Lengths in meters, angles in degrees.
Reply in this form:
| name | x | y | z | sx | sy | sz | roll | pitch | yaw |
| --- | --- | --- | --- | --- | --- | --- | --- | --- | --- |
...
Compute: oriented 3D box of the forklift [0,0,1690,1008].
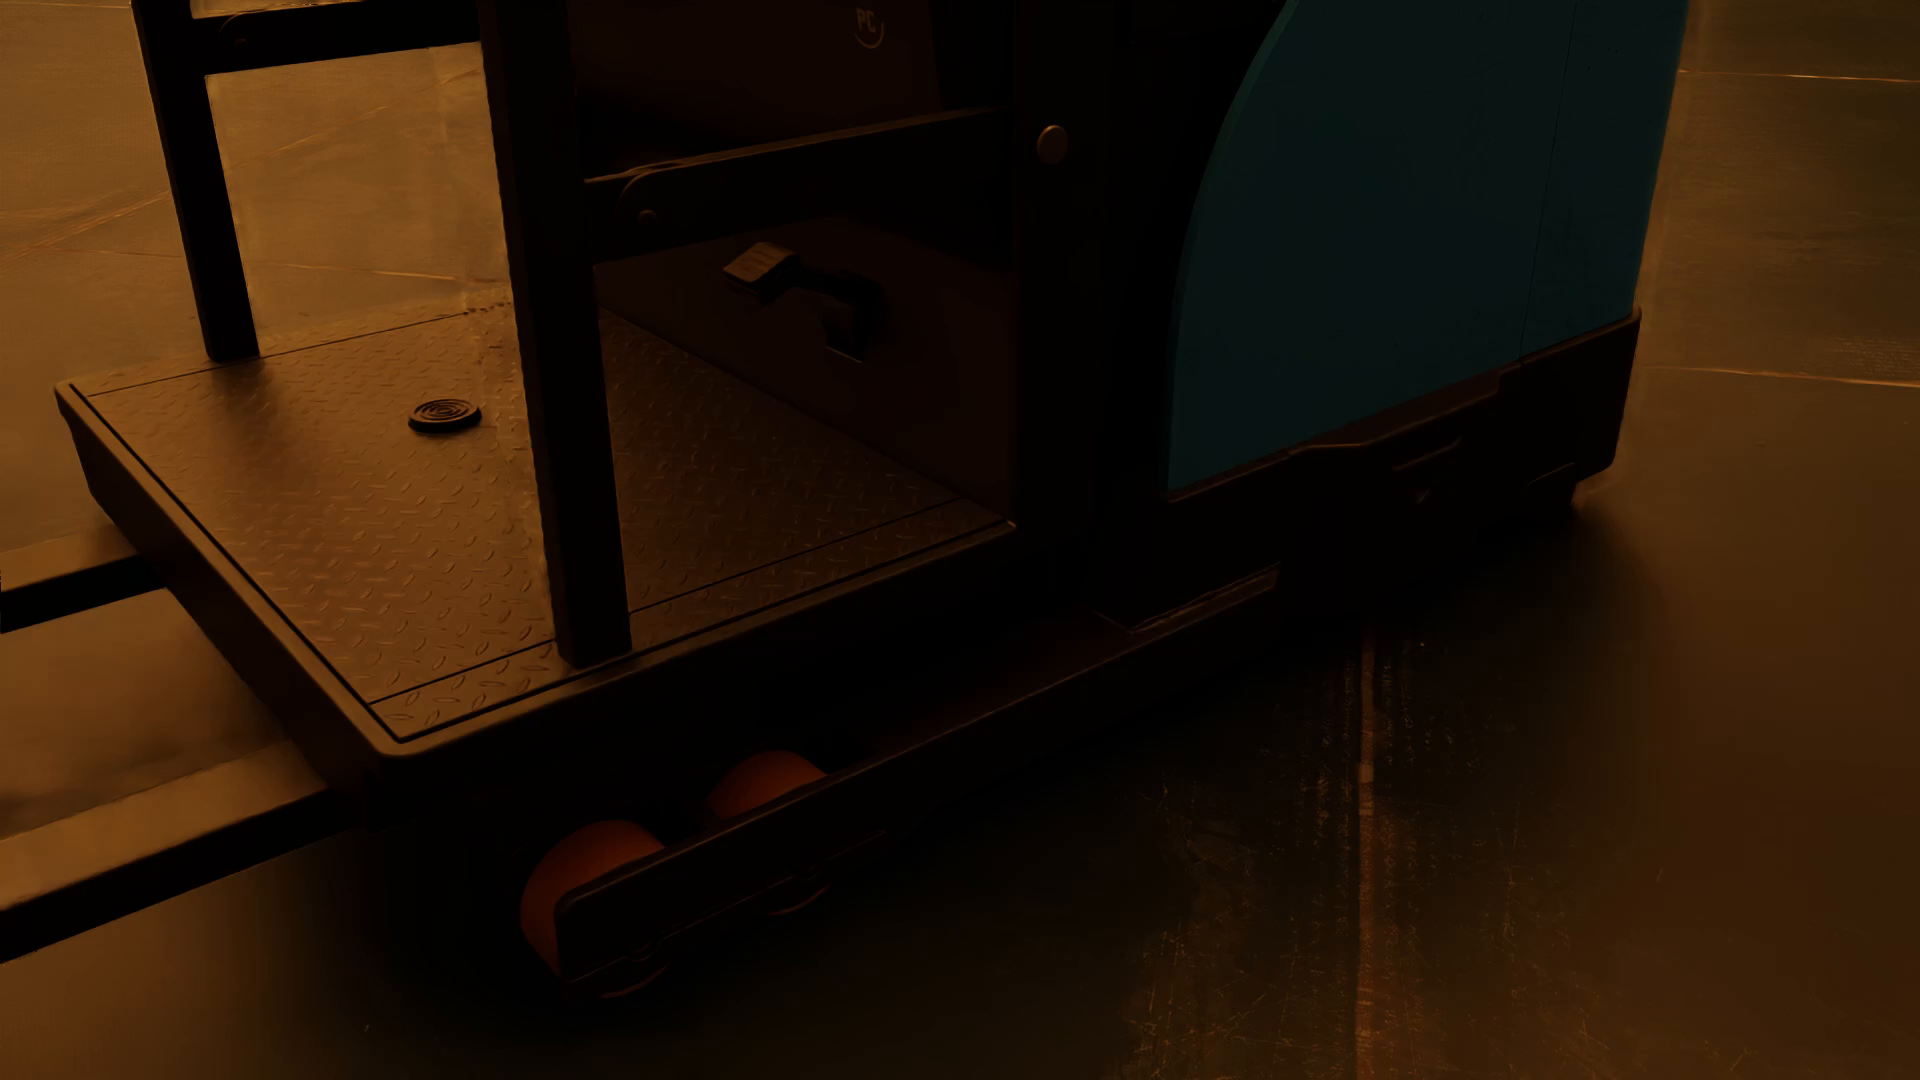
| name | x | y | z | sx | sy | sz | roll | pitch | yaw |
| --- | --- | --- | --- | --- | --- | --- | --- | --- | --- |
| forklift | -0.436 | -1.133 | 1.492 | 3.031 | 2.935 | 1.130 | -20 | 33 | -34 |
